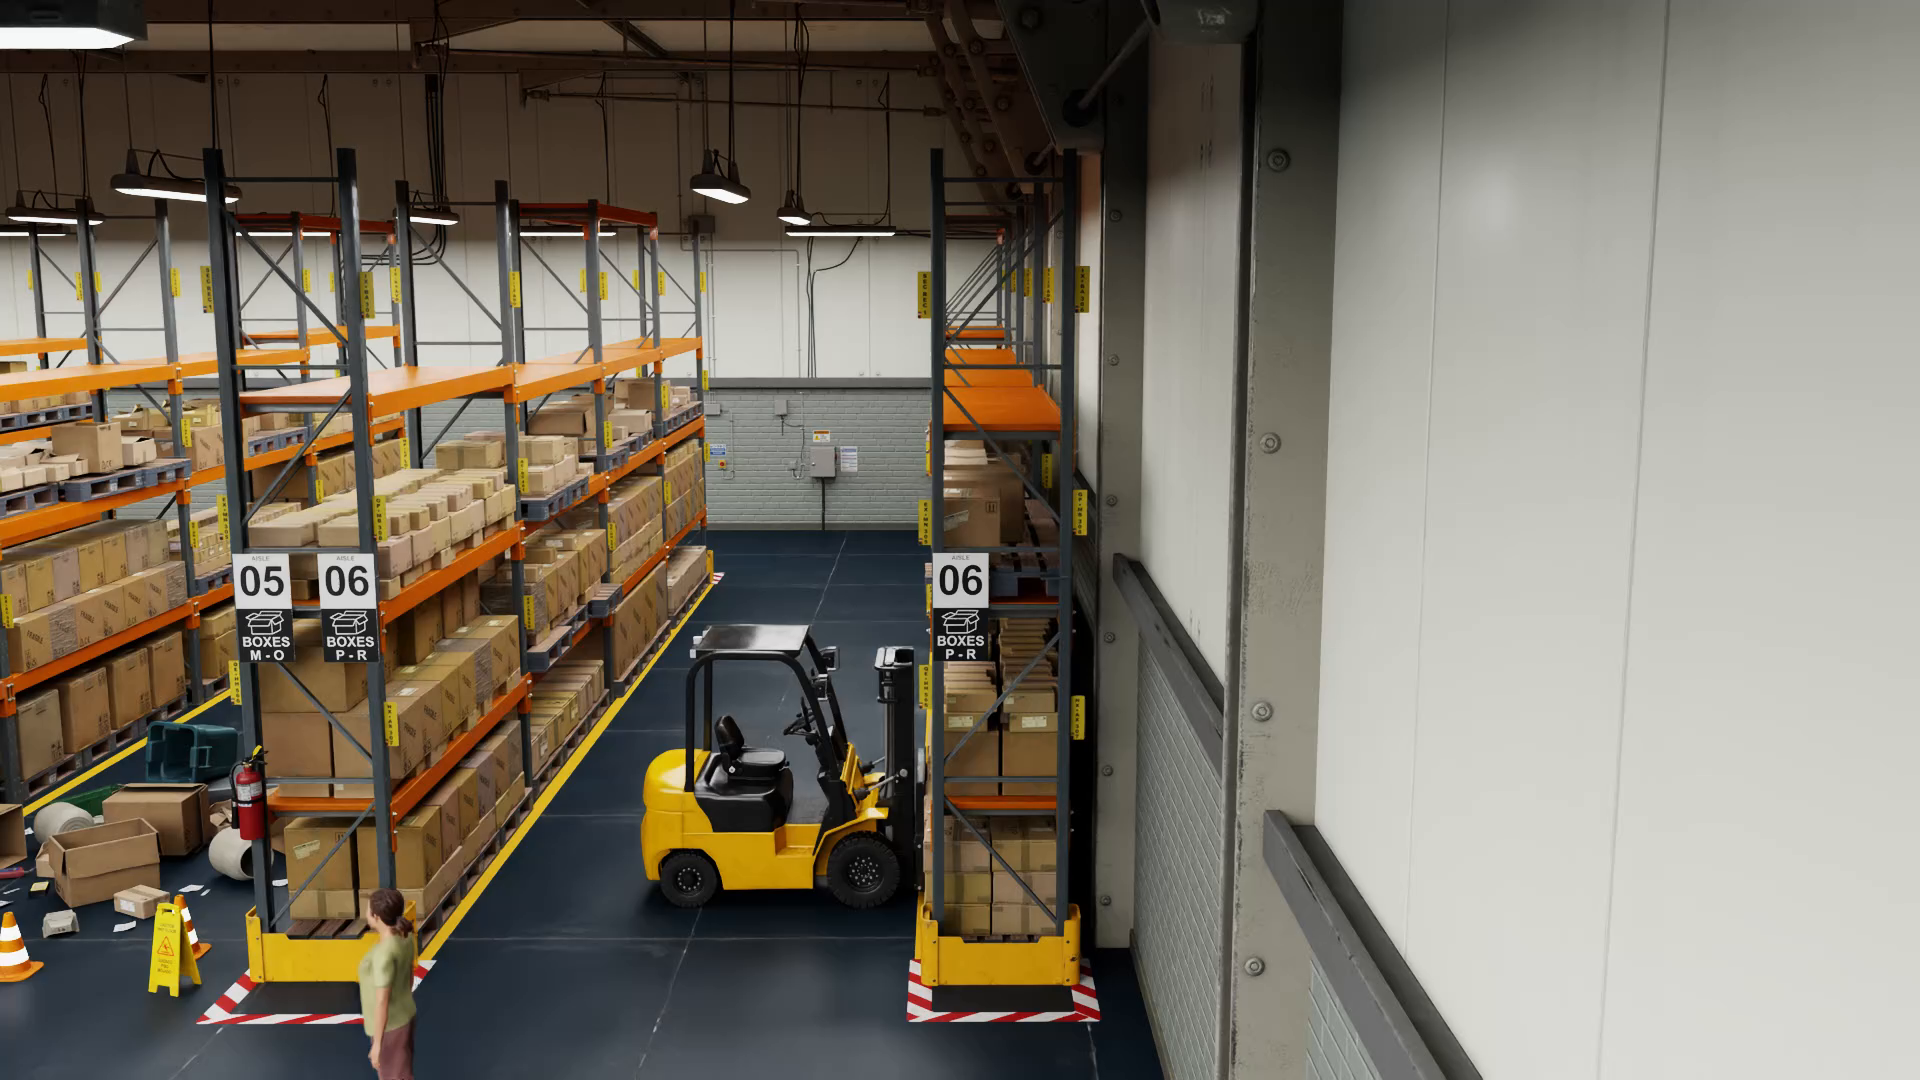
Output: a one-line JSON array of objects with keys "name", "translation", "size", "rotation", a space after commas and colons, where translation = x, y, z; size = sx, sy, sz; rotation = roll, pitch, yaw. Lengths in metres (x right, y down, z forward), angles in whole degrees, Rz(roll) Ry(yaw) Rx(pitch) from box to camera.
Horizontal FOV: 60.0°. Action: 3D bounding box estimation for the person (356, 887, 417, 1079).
[{"name": "person", "translation": [-3.269, 2.839, 9.596], "size": [0.357, 1.709, 0.550], "rotation": [0, 9, -2]}]
